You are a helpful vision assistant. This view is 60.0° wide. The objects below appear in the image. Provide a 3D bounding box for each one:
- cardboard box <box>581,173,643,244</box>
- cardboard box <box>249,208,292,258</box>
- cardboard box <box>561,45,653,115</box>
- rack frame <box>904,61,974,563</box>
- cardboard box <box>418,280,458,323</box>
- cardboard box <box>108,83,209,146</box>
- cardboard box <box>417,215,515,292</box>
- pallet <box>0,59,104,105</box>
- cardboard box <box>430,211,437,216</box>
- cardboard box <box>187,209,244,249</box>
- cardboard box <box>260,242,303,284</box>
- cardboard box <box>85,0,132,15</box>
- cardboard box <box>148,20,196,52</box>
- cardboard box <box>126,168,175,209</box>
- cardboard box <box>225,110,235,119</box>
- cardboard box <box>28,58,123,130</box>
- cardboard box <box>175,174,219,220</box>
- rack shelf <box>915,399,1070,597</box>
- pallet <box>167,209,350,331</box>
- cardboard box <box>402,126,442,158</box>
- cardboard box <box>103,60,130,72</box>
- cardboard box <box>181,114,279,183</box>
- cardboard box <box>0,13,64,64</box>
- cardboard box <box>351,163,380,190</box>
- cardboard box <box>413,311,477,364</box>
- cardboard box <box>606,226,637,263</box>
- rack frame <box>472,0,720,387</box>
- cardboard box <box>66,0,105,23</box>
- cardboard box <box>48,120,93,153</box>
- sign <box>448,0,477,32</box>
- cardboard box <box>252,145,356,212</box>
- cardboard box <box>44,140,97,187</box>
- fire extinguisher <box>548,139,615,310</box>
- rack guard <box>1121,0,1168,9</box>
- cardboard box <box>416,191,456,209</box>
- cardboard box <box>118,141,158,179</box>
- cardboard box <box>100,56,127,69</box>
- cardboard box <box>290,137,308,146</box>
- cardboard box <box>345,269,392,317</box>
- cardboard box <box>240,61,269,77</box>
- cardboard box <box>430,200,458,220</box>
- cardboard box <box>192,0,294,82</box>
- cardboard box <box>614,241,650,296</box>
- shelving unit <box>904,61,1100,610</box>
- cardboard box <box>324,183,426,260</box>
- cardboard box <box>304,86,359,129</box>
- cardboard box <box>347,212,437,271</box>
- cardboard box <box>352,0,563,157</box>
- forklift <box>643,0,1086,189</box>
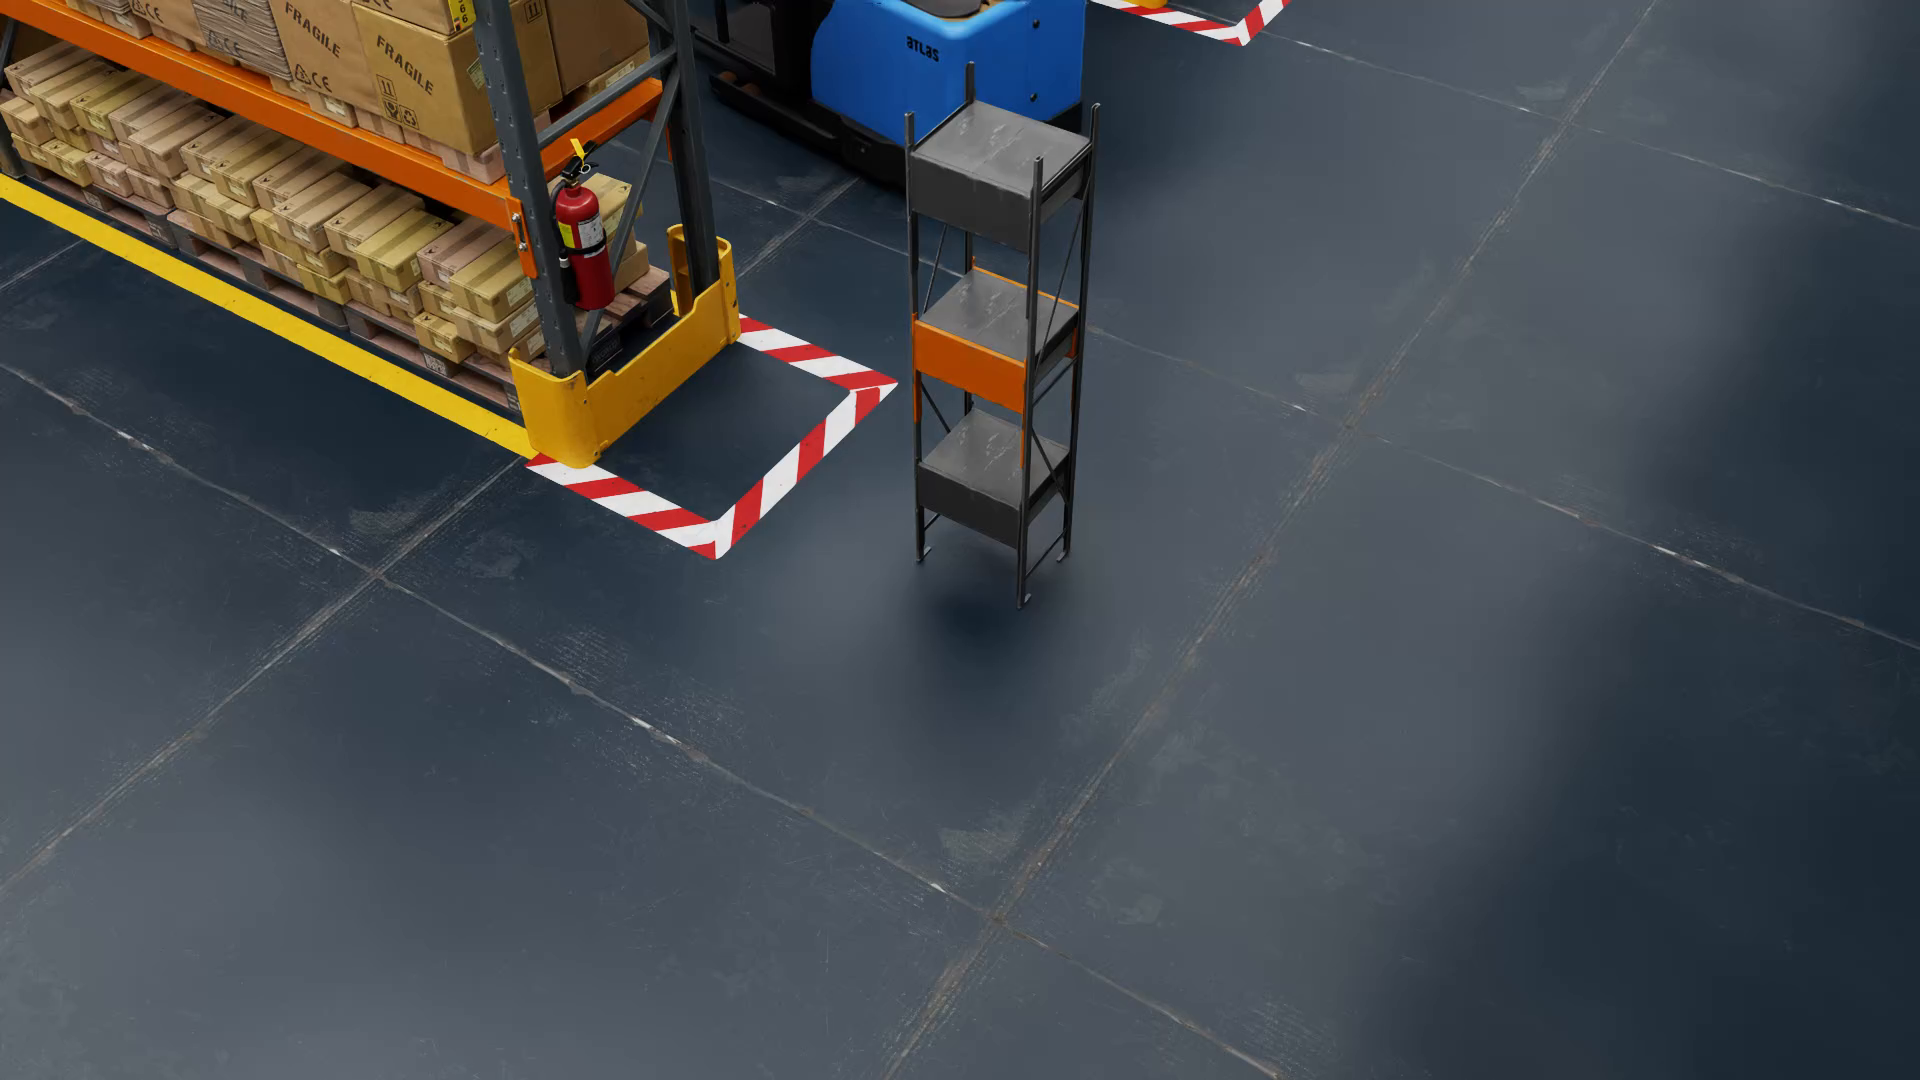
[{"bbox_3d":[-1.672,-1.496,7.614,0.250,0.149,0.380,23,50,20],"label":"cardboard box"},{"bbox_3d":[-3.099,-1.520,7.845,0.250,0.149,0.380,27,52,24],"label":"cardboard box"},{"bbox_3d":[-1.510,-1.964,6.964,0.250,0.149,0.380,24,51,22],"label":"cardboard box"},{"bbox_3d":[-0.066,-0.762,6.248,0.015,2.100,0.400,25,51,22],"label":"rack frame"},{"bbox_3d":[-2.203,-1.150,7.486,0.250,0.149,0.380,24,50,21],"label":"cardboard box"},{"bbox_3d":[-3.932,-2.081,8.182,0.250,0.149,0.380,23,50,21],"label":"cardboard box"},{"bbox_3d":[-2.177,-1.272,7.397,0.250,0.149,0.380,26,51,23],"label":"cardboard box"},{"bbox_3d":[-5.437,-2.605,9.356,1.213,0.211,1.003,25,51,22],"label":"pallet"},{"bbox_3d":[-2.582,-1.627,8.157,0.250,0.149,0.380,25,51,22],"label":"cardboard box"},{"bbox_3d":[-3.534,-1.617,8.146,0.250,0.149,0.380,23,50,21],"label":"cardboard box"},{"bbox_3d":[-3.100,-1.418,7.953,0.250,0.149,0.380,26,51,23],"label":"cardboard box"},{"bbox_3d":[-3.675,-2.667,7.195,0.500,0.500,0.500,24,50,21],"label":"cardboard box"},{"bbox_3d":[-3.334,-2.326,7.315,0.250,0.149,0.380,27,51,23],"label":"cardboard box"},{"bbox_3d":[-3.946,-1.859,8.381,0.250,0.149,0.380,24,50,21],"label":"cardboard box"},{"bbox_3d":[-3.492,-2.170,8.476,0.250,0.149,0.380,26,51,23],"label":"cardboard box"},{"bbox_3d":[-4.403,-2.236,8.333,0.250,0.149,0.380,27,52,24],"label":"cardboard box"},{"bbox_3d":[-3.540,-1.720,8.040,0.250,0.149,0.380,24,51,22],"label":"cardboard box"},{"bbox_3d":[0.139,-0.170,6.668,0.480,0.518,0.431,25,51,22],"label":"rack shelf"},{"bbox_3d":[-3.166,-1.594,8.374,1.213,0.211,1.003,25,51,22],"label":"pallet"},{"bbox_3d":[-2.030,-1.715,6.722,0.250,0.149,0.380,25,51,22],"label":"cardboard box"},{"bbox_3d":[-4.344,-2.603,8.897,0.250,0.149,0.380,26,51,23],"label":"cardboard box"},{"bbox_3d":[-3.488,-1.877,7.985,0.250,0.149,0.380,23,50,21],"label":"cardboard box"},{"bbox_3d":[-5.260,-2.998,9.244,0.500,0.500,0.500,27,51,24],"label":"cardboard box"},{"bbox_3d":[-2.853,-1.814,8.131,0.250,0.149,0.380,27,52,24],"label":"cardboard box"},{"bbox_3d":[-2.241,-0.997,7.544,0.250,0.149,0.380,26,51,23],"label":"cardboard box"},{"bbox_3d":[-1.717,-1.342,7.672,0.250,0.149,0.380,27,52,24],"label":"cardboard box"},{"bbox_3d":[-1.414,-1.728,6.559,0.127,3.000,1.000,25,51,22],"label":"rack frame"},{"bbox_3d":[-3.806,-2.509,7.494,0.250,0.149,0.380,26,51,23],"label":"cardboard box"},{"bbox_3d":[-4.387,-2.156,8.463,0.250,0.149,0.380,25,51,22],"label":"cardboard box"},{"bbox_3d":[-1.731,-1.914,5.713,0.005,0.325,0.100,25,51,22],"label":"sign"},{"bbox_3d":[-3.066,-1.674,7.787,0.250,0.149,0.380,23,50,21],"label":"cardboard box"},{"bbox_3d":[-4.424,-1.992,8.511,0.250,0.149,0.380,26,51,23],"label":"cardboard box"},{"bbox_3d":[-1.451,-1.195,6.355,0.183,0.674,0.296,25,51,22],"label":"fire extinguisher"},{"bbox_3d":[1.369,-3.803,10.318,0.348,0.500,1.175,25,51,22],"label":"rack guard"},{"bbox_3d":[-2.365,-1.751,7.862,0.250,0.149,0.380,22,50,20],"label":"cardboard box"},{"bbox_3d":[-3.937,-1.977,8.289,0.250,0.149,0.380,22,50,20],"label":"cardboard box"},{"bbox_3d":[-4.341,-2.656,8.742,0.250,0.149,0.380,26,51,23],"label":"cardboard box"},{"bbox_3d":[-3.054,-2.033,8.136,0.250,0.149,0.380,25,51,22],"label":"cardboard box"},{"bbox_3d":[-2.632,-1.239,7.779,0.250,0.149,0.380,25,51,22],"label":"cardboard box"},{"bbox_3d":[-2.878,-2.148,7.143,0.250,0.149,0.380,23,50,21],"label":"cardboard box"},{"bbox_3d":[-2.328,-1.689,8.009,0.250,0.149,0.380,26,51,23],"label":"cardboard box"},{"bbox_3d":[-2.794,-2.278,6.817,0.500,0.500,0.500,25,51,22],"label":"cardboard box"},{"bbox_3d":[-1.682,-1.277,7.816,0.250,0.149,0.380,26,51,23],"label":"cardboard box"},{"bbox_3d":[0.139,-0.668,6.157,0.503,2.100,0.431,25,51,22],"label":"shelving unit"},{"bbox_3d":[-2.647,-1.434,7.554,0.250,0.149,0.380,23,50,21],"label":"cardboard box"},{"bbox_3d":[-2.477,-1.888,6.890,0.250,0.149,0.380,26,51,23],"label":"cardboard box"},{"bbox_3d":[-2.622,-1.383,7.712,0.250,0.149,0.380,24,51,22],"label":"cardboard box"},{"bbox_3d":[-1.931,-1.885,6.435,0.500,0.500,0.500,26,51,23],"label":"cardboard box"},{"bbox_3d":[-0.763,-3.636,8.461,3.031,2.935,1.130,34,55,28],"label":"forklift"}]
